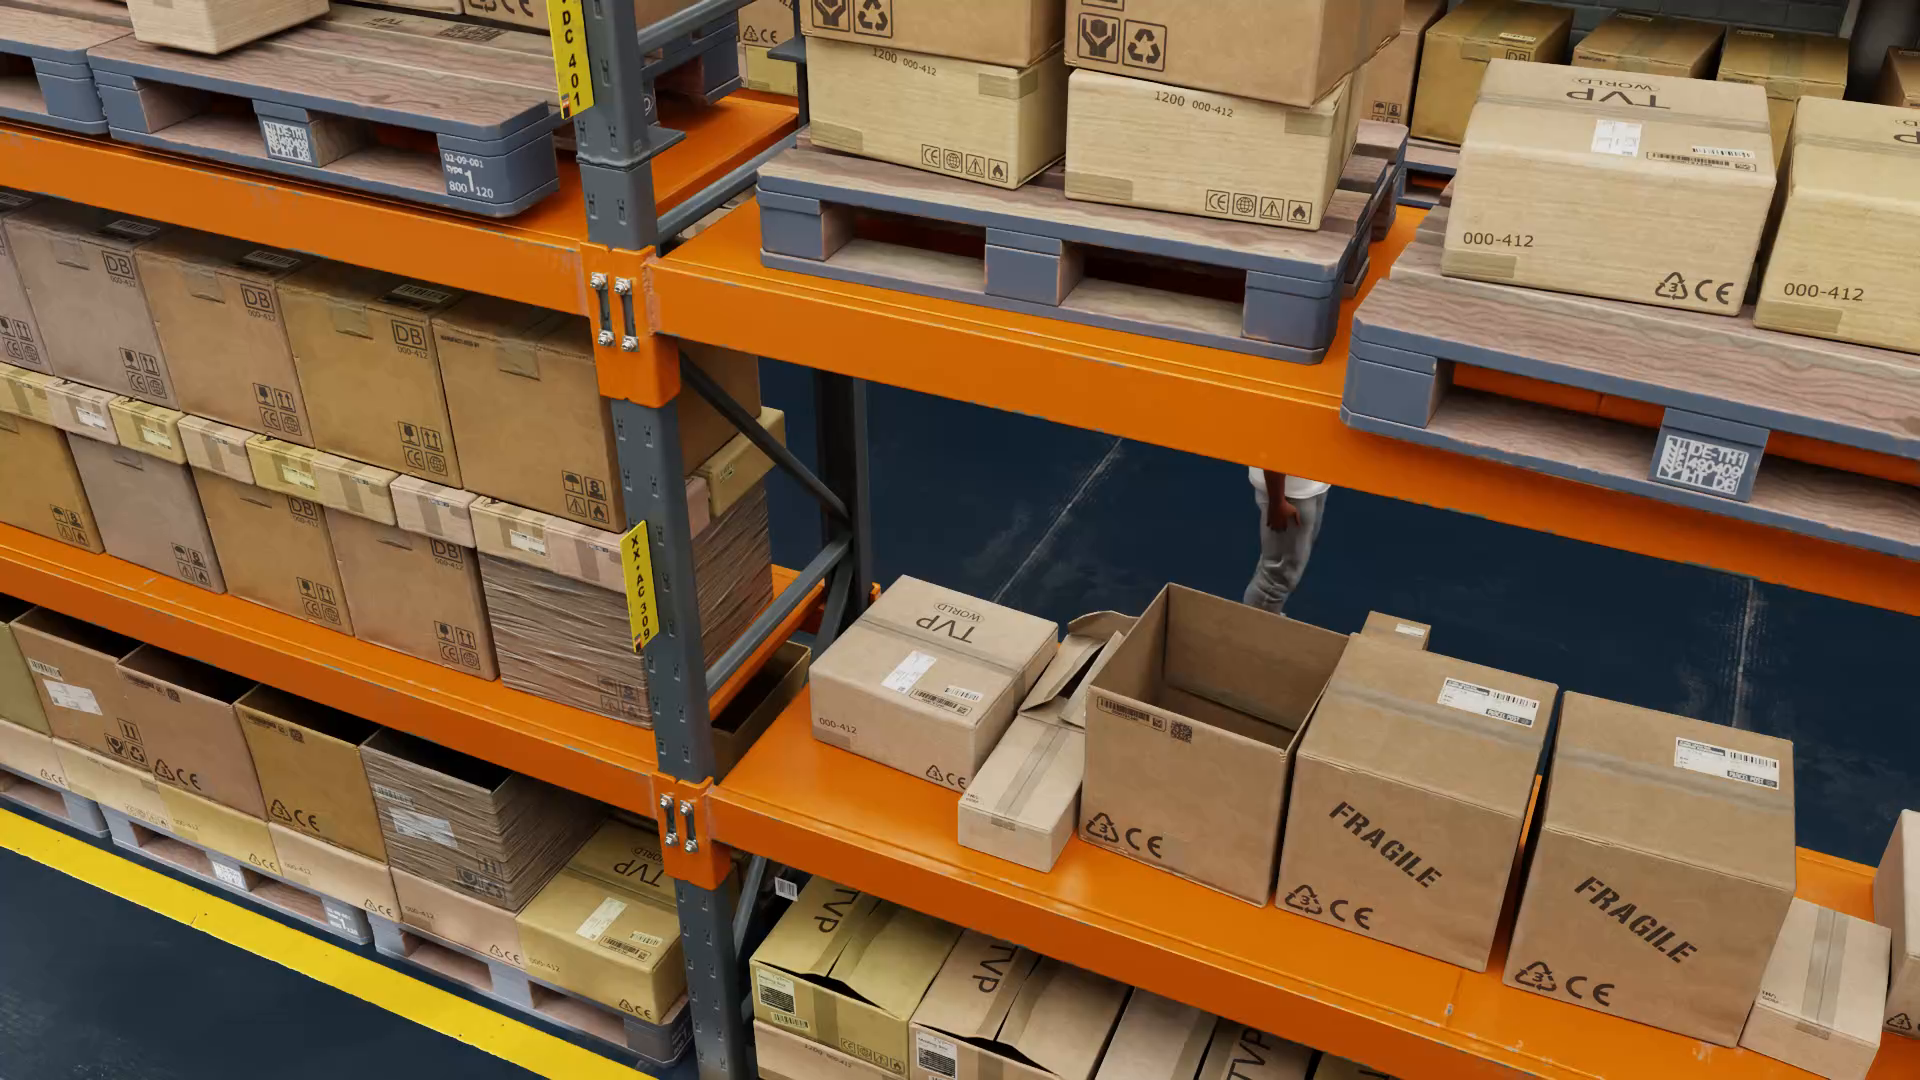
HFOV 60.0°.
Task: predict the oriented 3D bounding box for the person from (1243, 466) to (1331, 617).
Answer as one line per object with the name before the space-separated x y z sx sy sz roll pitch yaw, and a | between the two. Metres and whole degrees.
person | 1.313 -0.250 6.523 0.363 1.782 0.564 15 36 22
